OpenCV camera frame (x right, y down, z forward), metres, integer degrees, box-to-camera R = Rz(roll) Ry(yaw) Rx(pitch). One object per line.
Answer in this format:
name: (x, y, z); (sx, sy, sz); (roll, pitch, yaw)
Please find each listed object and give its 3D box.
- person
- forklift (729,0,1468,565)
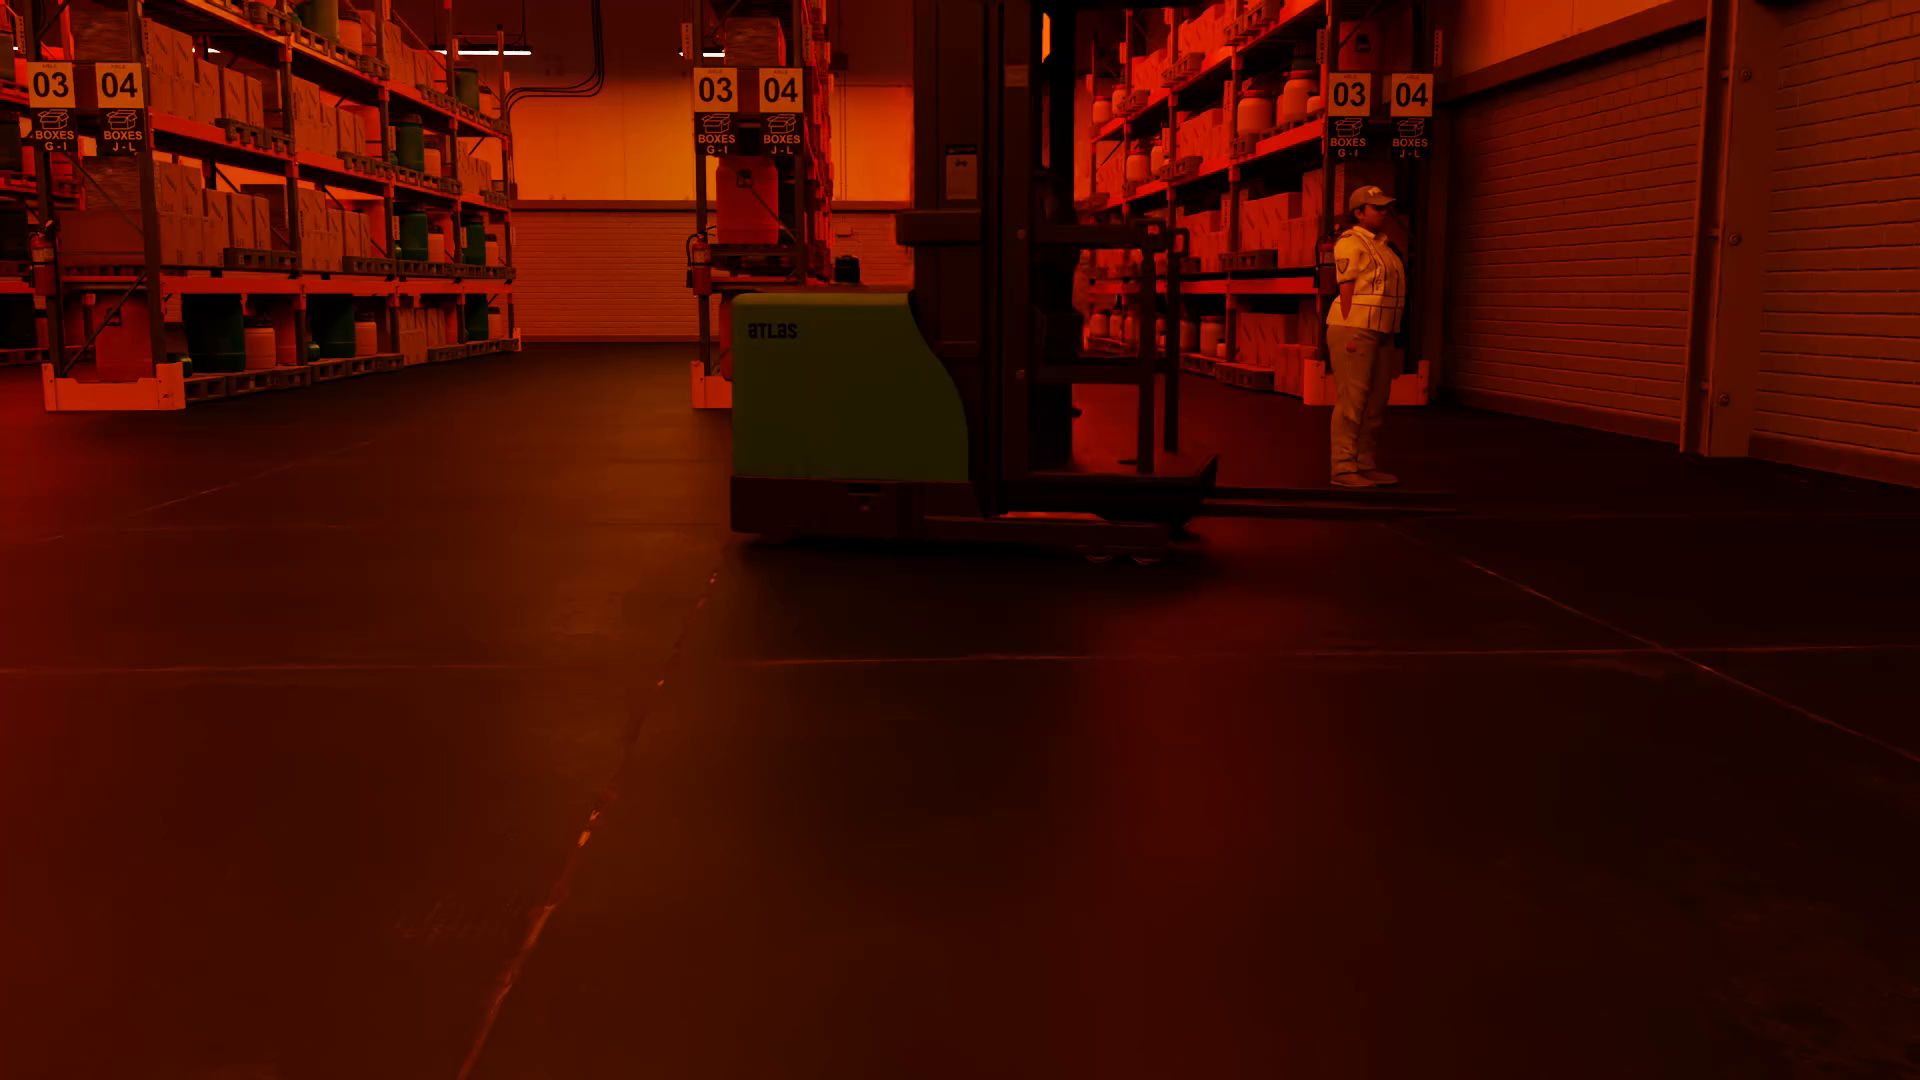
person: (2.261, -1.130, 9.276); (0.394, 1.668, 0.484); (6, 11, 37)
forklift: (0.591, -1.436, 7.002); (3.031, 2.935, 1.130); (2, 9, 13)
